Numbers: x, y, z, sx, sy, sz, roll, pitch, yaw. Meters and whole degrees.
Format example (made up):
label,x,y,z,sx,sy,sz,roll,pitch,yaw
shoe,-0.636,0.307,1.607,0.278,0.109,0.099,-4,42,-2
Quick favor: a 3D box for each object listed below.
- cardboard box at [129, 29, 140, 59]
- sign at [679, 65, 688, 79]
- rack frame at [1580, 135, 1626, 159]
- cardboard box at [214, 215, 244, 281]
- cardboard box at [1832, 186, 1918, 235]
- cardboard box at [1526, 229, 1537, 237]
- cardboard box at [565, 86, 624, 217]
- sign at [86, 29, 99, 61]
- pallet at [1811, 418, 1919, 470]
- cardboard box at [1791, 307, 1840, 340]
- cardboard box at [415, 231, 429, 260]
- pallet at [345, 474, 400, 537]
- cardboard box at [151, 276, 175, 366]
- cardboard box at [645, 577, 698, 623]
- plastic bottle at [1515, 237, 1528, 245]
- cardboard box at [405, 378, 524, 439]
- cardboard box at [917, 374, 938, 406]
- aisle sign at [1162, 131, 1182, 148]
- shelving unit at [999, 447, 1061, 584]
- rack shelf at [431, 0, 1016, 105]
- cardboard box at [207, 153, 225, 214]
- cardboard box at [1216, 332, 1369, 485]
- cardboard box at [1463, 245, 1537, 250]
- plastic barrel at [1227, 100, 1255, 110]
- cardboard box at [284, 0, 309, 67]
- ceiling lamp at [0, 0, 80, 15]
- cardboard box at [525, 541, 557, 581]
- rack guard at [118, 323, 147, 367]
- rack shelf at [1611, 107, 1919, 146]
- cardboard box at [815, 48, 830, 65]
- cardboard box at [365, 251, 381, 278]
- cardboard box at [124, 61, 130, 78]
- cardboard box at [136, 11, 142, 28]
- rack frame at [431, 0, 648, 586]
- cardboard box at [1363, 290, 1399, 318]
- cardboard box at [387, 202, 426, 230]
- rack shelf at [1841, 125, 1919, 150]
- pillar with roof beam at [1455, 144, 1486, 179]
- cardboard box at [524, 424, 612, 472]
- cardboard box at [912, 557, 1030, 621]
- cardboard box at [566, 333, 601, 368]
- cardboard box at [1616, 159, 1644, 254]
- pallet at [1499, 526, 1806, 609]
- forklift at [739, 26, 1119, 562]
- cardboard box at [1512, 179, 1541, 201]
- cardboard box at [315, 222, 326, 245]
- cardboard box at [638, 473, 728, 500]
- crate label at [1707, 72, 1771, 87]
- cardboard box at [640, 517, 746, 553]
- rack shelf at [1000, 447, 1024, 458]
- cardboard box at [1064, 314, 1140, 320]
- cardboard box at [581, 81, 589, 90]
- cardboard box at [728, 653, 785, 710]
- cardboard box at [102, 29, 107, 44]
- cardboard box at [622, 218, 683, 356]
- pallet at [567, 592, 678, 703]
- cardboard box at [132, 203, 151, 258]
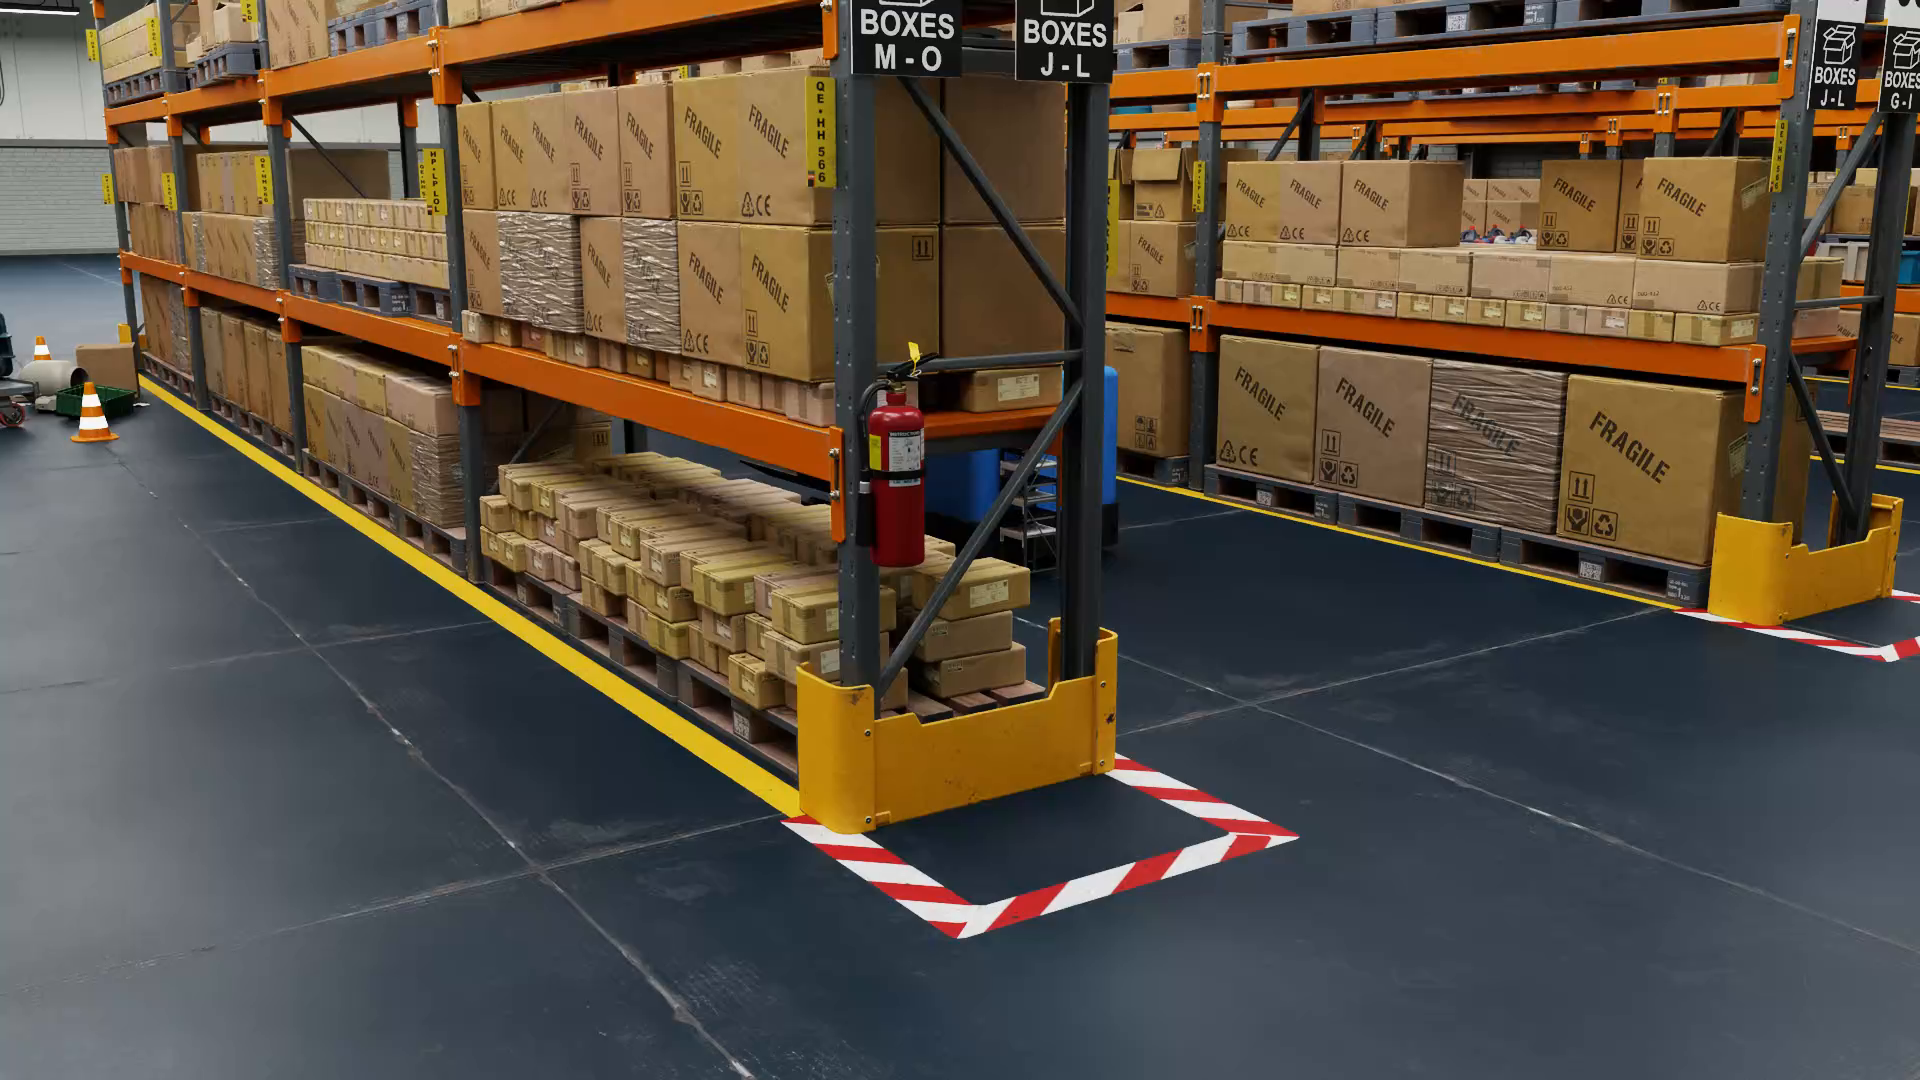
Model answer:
label,x,y,z,sx,sy,sz,roll,pitch,yaw
cardboard box,-7.640,-4.742,15.943,0.500,0.250,0.500,-8,15,-33
sign,-2.860,-4.936,17.181,0.100,0.325,0.005,-8,15,-33
rack frame,9.958,-5.043,25.900,1.000,3.000,0.127,-8,15,-33
cardboard box,-5.695,-2.369,13.439,0.500,0.500,0.500,-8,15,-32
cardboard box,9.758,-3.512,17.685,0.700,0.500,0.500,-6,14,-24
cardboard box,7.299,-3.842,20.996,0.380,0.149,0.250,-7,14,-29
cardboard box,-1.282,-1.590,6.842,0.500,0.500,0.500,-9,15,-35
sign,-9.280,-5.292,17.789,0.100,0.325,0.005,-8,15,-33
pallet,7.262,-0.742,12.759,1.003,0.211,1.213,-8,15,-33
cardboard box,4.314,-1.129,8.592,0.380,0.149,0.250,-8,15,-32
cardboard box,-2.833,-1.658,9.332,0.380,0.149,0.250,-7,14,-30
pallet,-3.278,-0.285,10.671,1.003,0.211,1.213,-8,15,-33
cardboard box,-7.894,-2.324,17.459,0.875,0.875,0.875,-8,15,-34
cardboard box,-1.067,0.219,6.834,0.380,0.149,0.250,-8,15,-32
plastic bottle,5.099,-2.597,15.007,0.152,0.276,0.135,-8,15,-33
cardboard box,-2.789,-0.745,9.359,0.500,0.250,0.500,-9,15,-34
cardboard box,-0.032,-0.595,6.147,0.380,0.149,0.250,-7,14,-31
aisle sign,3.328,-6.412,26.078,0.394,0.787,0.004,-8,15,-33
shelving unit,0.373,-0.236,8.835,0.258,0.900,0.210,-9,15,-34
rack shelf,-1.058,-2.050,6.878,1.077,0.370,4.000,-8,15,-33
cardboard box,-6.031,-3.073,14.319,0.700,0.500,0.500,-8,15,-34
cardboard box,2.318,-0.901,10.953,0.875,0.875,0.875,-8,15,-33
cardboard box,3.332,-1.613,9.869,0.500,0.250,0.500,-8,15,-34
plastic barrel,3.028,-4.755,17.887,0.301,0.262,0.301,0,12,0
cardboard box,-4.004,-3.296,10.659,0.500,0.500,0.500,-8,15,-33
ceiling lamp,-21.748,-13.871,38.564,2.000,3.185,0.800,-8,15,-33
cardboard box,-1.903,0.084,8.147,0.380,0.149,0.250,-8,15,-33
rack guard,-8.828,-2.209,18.794,1.175,0.500,0.348,-8,15,-33
rack shelf,9.160,-4.503,18.092,1.077,0.370,4.000,-8,15,-33
cardboard box,-0.963,-4.476,14.883,0.500,0.500,0.500,-8,15,-33
cardboard box,-3.423,-1.700,10.220,0.380,0.149,0.250,-9,15,-35
cardboard box,-8.050,-4.654,16.473,0.380,0.149,0.250,-8,15,-32
cardboard box,-7.483,-4.862,15.558,0.380,0.149,0.250,-8,15,-32
rack frame,-2.166,-1.292,8.748,1.000,3.000,0.127,-8,15,-33
cardboard box,2.625,-1.416,9.903,0.380,0.149,0.250,-8,15,-32
cardboard box,-3.121,-1.898,9.732,0.380,0.149,0.250,-9,15,-35
rack shelf,13.282,-5.090,20.777,1.077,0.370,4.000,-8,15,-33
pillar with roof beam,5.266,-8.153,26.081,9.100,9.000,0.400,-8,15,-33
cardboard box,-2.354,-0.439,9.715,0.500,0.500,0.500,-7,14,-31
cardboard box,0.043,0.183,6.301,0.380,0.149,0.250,-9,15,-35
cardboard box,-1.511,-0.852,7.323,0.380,0.149,0.250,-7,14,-30
cardboard box,3.917,-1.794,8.945,0.500,0.500,0.500,-9,15,-34
pallet,3.727,0.080,9.003,1.003,0.211,1.213,-8,15,-33
forklift,-0.363,-1.542,10.051,1.130,2.935,3.031,-9,15,-34
cardboard box,9.157,-5.481,26.453,0.500,0.500,0.500,-8,15,-33
cardboard box,-4.129,-2.073,11.230,0.380,0.149,0.250,-7,14,-30
cardboard box,-1.355,-0.223,8.158,0.380,0.149,0.250,-8,14,-31
crate label,6.173,-3.663,13.185,0.293,0.136,0.466,-8,15,-33
cardboard box,-1.134,0.015,7.069,0.380,0.149,0.250,-9,15,-35
rack shelf,0.373,-0.467,8.784,0.258,0.077,0.200,-9,15,-34
cardboard box,1.152,-1.298,12.769,1.225,0.875,0.875,-9,15,-35
cardboard box,-4.272,-5.361,19.752,0.380,0.149,0.250,-7,14,-31
cardboard box,-0.642,0.504,6.224,0.380,0.149,0.250,-8,14,-31
cardboard box,-8.756,-5.271,17.425,0.380,0.149,0.250,-8,15,-32
cardboard box,-0.983,-1.005,6.508,0.500,0.500,0.500,-8,15,-33
pallet,-1.084,0.403,7.526,1.003,0.211,1.213,-8,15,-33
cardboard box,-8.042,-3.229,17.255,0.875,0.550,0.550,-8,15,-33
